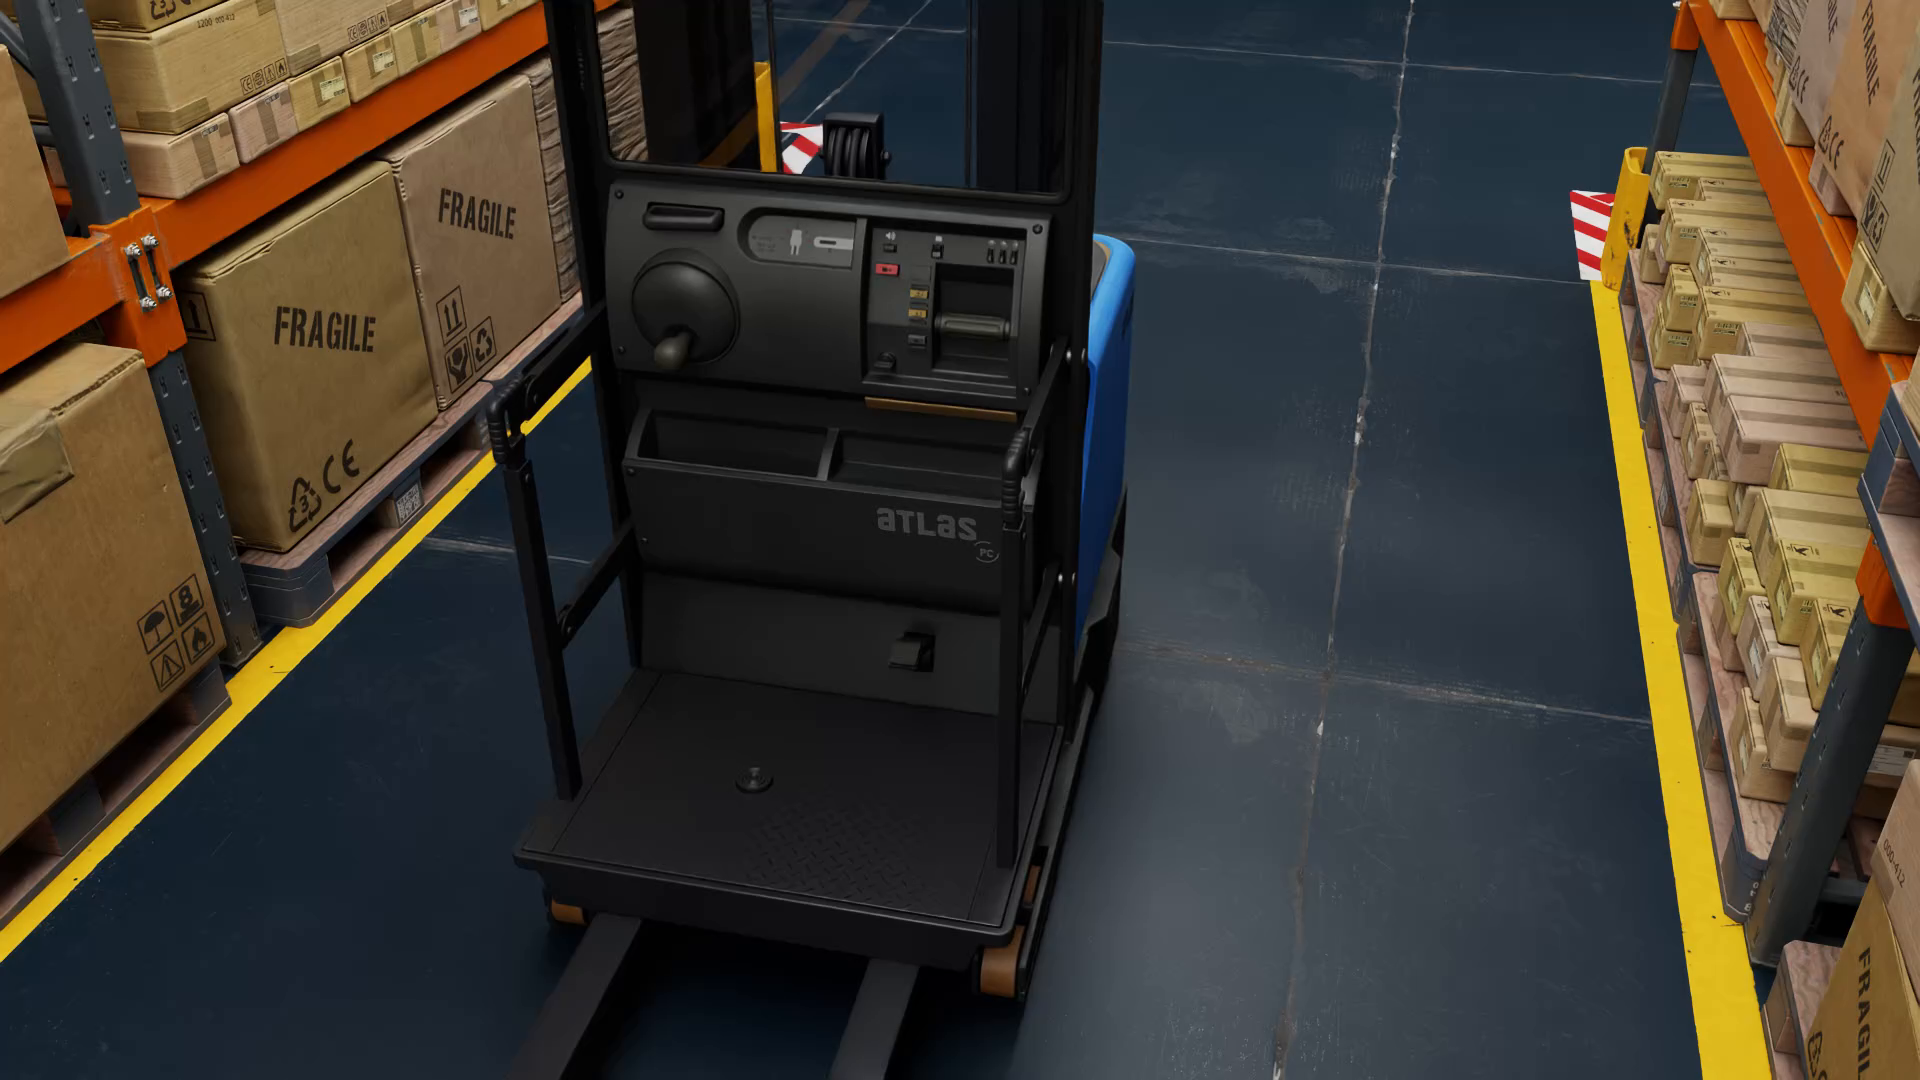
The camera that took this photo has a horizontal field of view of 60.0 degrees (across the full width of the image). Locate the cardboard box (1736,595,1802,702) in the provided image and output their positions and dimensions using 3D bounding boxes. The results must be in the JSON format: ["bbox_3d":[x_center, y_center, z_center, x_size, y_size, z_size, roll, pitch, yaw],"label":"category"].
[{"bbox_3d":[2.105,0.281,4.001,0.380,0.149,0.250,6,33,10],"label":"cardboard box"}]

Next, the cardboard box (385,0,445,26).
[{"bbox_3d":[-1.866,-1.796,5.141,0.500,0.250,0.500,9,33,14],"label":"cardboard box"}]

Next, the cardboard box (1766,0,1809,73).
[{"bbox_3d":[2.539,-1.520,4.474,0.500,0.500,0.500,7,33,11],"label":"cardboard box"}]

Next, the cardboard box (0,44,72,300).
[{"bbox_3d":[-2.350,-0.761,3.557,0.500,0.500,0.500,8,33,13],"label":"cardboard box"}]

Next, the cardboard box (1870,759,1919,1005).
[{"bbox_3d":[1.833,0.638,2.690,0.500,0.250,0.500,7,33,10],"label":"cardboard box"}]

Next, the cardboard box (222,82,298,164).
[{"bbox_3d":[-2.032,-1.137,4.476,0.380,0.149,0.250,7,33,11],"label":"cardboard box"}]

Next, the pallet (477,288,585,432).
[{"bbox_3d":[-1.919,-0.841,6.375,1.003,0.211,1.213,8,33,12],"label":"pallet"}]

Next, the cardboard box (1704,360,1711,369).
[{"bbox_3d":[2.664,-0.667,5.491,0.380,0.149,0.250,6,33,10],"label":"cardboard box"}]

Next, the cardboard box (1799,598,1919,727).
[{"bbox_3d":[2.115,0.284,3.718,0.380,0.149,0.250,9,34,14],"label":"cardboard box"}]

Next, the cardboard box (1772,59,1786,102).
[{"bbox_3d":[2.546,-1.300,4.734,0.380,0.149,0.250,9,34,14],"label":"cardboard box"}]

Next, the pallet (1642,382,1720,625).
[{"bbox_3d":[2.720,-0.082,5.183,1.003,0.211,1.213,8,33,12],"label":"pallet"}]

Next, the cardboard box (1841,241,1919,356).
[{"bbox_3d":[2.082,-0.493,3.464,0.380,0.149,0.250,7,33,11],"label":"cardboard box"}]

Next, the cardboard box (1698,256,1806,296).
[{"bbox_3d":[2.626,-0.791,5.409,0.380,0.149,0.250,9,34,14],"label":"cardboard box"}]

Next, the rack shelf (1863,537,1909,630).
[{"bbox_3d":[1.769,1.071,1.440,1.077,0.370,4.000,8,33,12],"label":"rack shelf"}]

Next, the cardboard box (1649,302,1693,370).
[{"bbox_3d":[2.634,-0.698,5.817,0.380,0.149,0.250,8,33,13],"label":"cardboard box"}]

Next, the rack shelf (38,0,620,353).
[{"bbox_3d":[-1.988,-1.733,5.850,1.077,0.370,4.000,8,33,12],"label":"rack shelf"}]

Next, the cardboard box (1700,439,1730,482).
[{"bbox_3d":[2.440,-0.158,4.968,0.380,0.149,0.250,9,33,13],"label":"cardboard box"}]

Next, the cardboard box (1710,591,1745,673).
[{"bbox_3d":[2.198,0.236,4.349,0.380,0.149,0.250,7,33,11],"label":"cardboard box"}]

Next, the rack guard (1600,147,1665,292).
[{"bbox_3d":[3.272,-1.252,6.753,1.175,0.500,0.348,8,33,12],"label":"rack guard"}]

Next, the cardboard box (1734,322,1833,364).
[{"bbox_3d":[2.544,-0.517,4.978,0.380,0.149,0.250,8,33,12],"label":"cardboard box"}]

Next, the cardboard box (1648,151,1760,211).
[{"bbox_3d":[2.830,-1.346,6.282,0.380,0.149,0.250,7,33,10],"label":"cardboard box"}]

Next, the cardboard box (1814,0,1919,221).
[{"bbox_3d":[2.259,-0.997,3.652,0.500,0.500,0.500,7,33,11],"label":"cardboard box"}]

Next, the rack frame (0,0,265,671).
[{"bbox_3d":[-2.496,-0.998,4.024,1.000,3.000,0.127,8,33,12],"label":"rack frame"}]

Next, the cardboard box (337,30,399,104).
[{"bbox_3d":[-1.901,-1.410,4.907,0.380,0.149,0.250,7,33,11],"label":"cardboard box"}]

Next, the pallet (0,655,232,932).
[{"bbox_3d":[-2.619,0.589,4.127,1.003,0.211,1.213,8,33,12],"label":"pallet"}]

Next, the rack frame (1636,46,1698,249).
[{"bbox_3d":[3.291,-2.346,6.145,1.000,3.000,0.127,8,33,12],"label":"rack frame"}]

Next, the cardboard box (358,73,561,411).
[{"bbox_3d":[-2.022,-1.078,5.738,0.875,0.875,0.875,8,33,12],"label":"cardboard box"}]

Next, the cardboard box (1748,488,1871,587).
[{"bbox_3d":[2.198,0.016,4.140,0.380,0.149,0.250,8,33,12],"label":"cardboard box"}]

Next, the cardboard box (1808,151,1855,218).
[{"bbox_3d":[2.337,-0.899,4.103,0.380,0.149,0.250,7,33,10],"label":"cardboard box"}]

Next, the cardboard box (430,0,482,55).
[{"bbox_3d":[-1.770,-1.673,5.320,0.380,0.149,0.250,8,33,13],"label":"cardboard box"}]

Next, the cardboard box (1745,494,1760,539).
[{"bbox_3d":[2.315,0.023,4.407,0.380,0.149,0.250,8,33,13],"label":"cardboard box"}]

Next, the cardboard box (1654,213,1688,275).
[{"bbox_3d":[2.786,-1.075,6.133,0.380,0.149,0.250,8,33,12],"label":"cardboard box"}]

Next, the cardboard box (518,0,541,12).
[{"bbox_3d":[-1.641,-1.945,5.748,0.380,0.149,0.250,9,33,13],"label":"cardboard box"}]

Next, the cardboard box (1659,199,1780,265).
[{"bbox_3d":[2.688,-1.073,5.853,0.380,0.149,0.250,8,33,12],"label":"cardboard box"}]

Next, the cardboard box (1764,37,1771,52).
[{"bbox_3d":[2.722,-1.556,5.136,0.380,0.149,0.250,8,33,12],"label":"cardboard box"}]

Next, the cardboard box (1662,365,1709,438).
[{"bbox_3d":[2.514,-0.435,5.404,0.380,0.149,0.250,6,33,10],"label":"cardboard box"}]

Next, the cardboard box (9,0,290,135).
[{"bbox_3d":[-2.123,-1.269,4.312,0.500,0.250,0.500,7,33,11],"label":"cardboard box"}]

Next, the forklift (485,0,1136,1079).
[{"bbox_3d":[-0.326,-0.453,3.231,1.130,2.935,3.031,7,33,11],"label":"forklift"}]

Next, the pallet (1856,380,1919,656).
[{"bbox_3d":[1.942,0.187,2.338,1.003,0.211,1.213,8,33,12],"label":"pallet"}]

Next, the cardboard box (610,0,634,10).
[{"bbox_3d":[-1.566,-2.012,7.207,0.875,0.875,0.875,8,33,12],"label":"cardboard box"}]

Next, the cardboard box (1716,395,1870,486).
[{"bbox_3d":[2.318,-0.261,4.576,0.380,0.149,0.250,6,33,10],"label":"cardboard box"}]

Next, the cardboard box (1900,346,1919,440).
[{"bbox_3d":[1.731,-0.200,2.611,0.380,0.149,0.250,6,33,10],"label":"cardboard box"}]
